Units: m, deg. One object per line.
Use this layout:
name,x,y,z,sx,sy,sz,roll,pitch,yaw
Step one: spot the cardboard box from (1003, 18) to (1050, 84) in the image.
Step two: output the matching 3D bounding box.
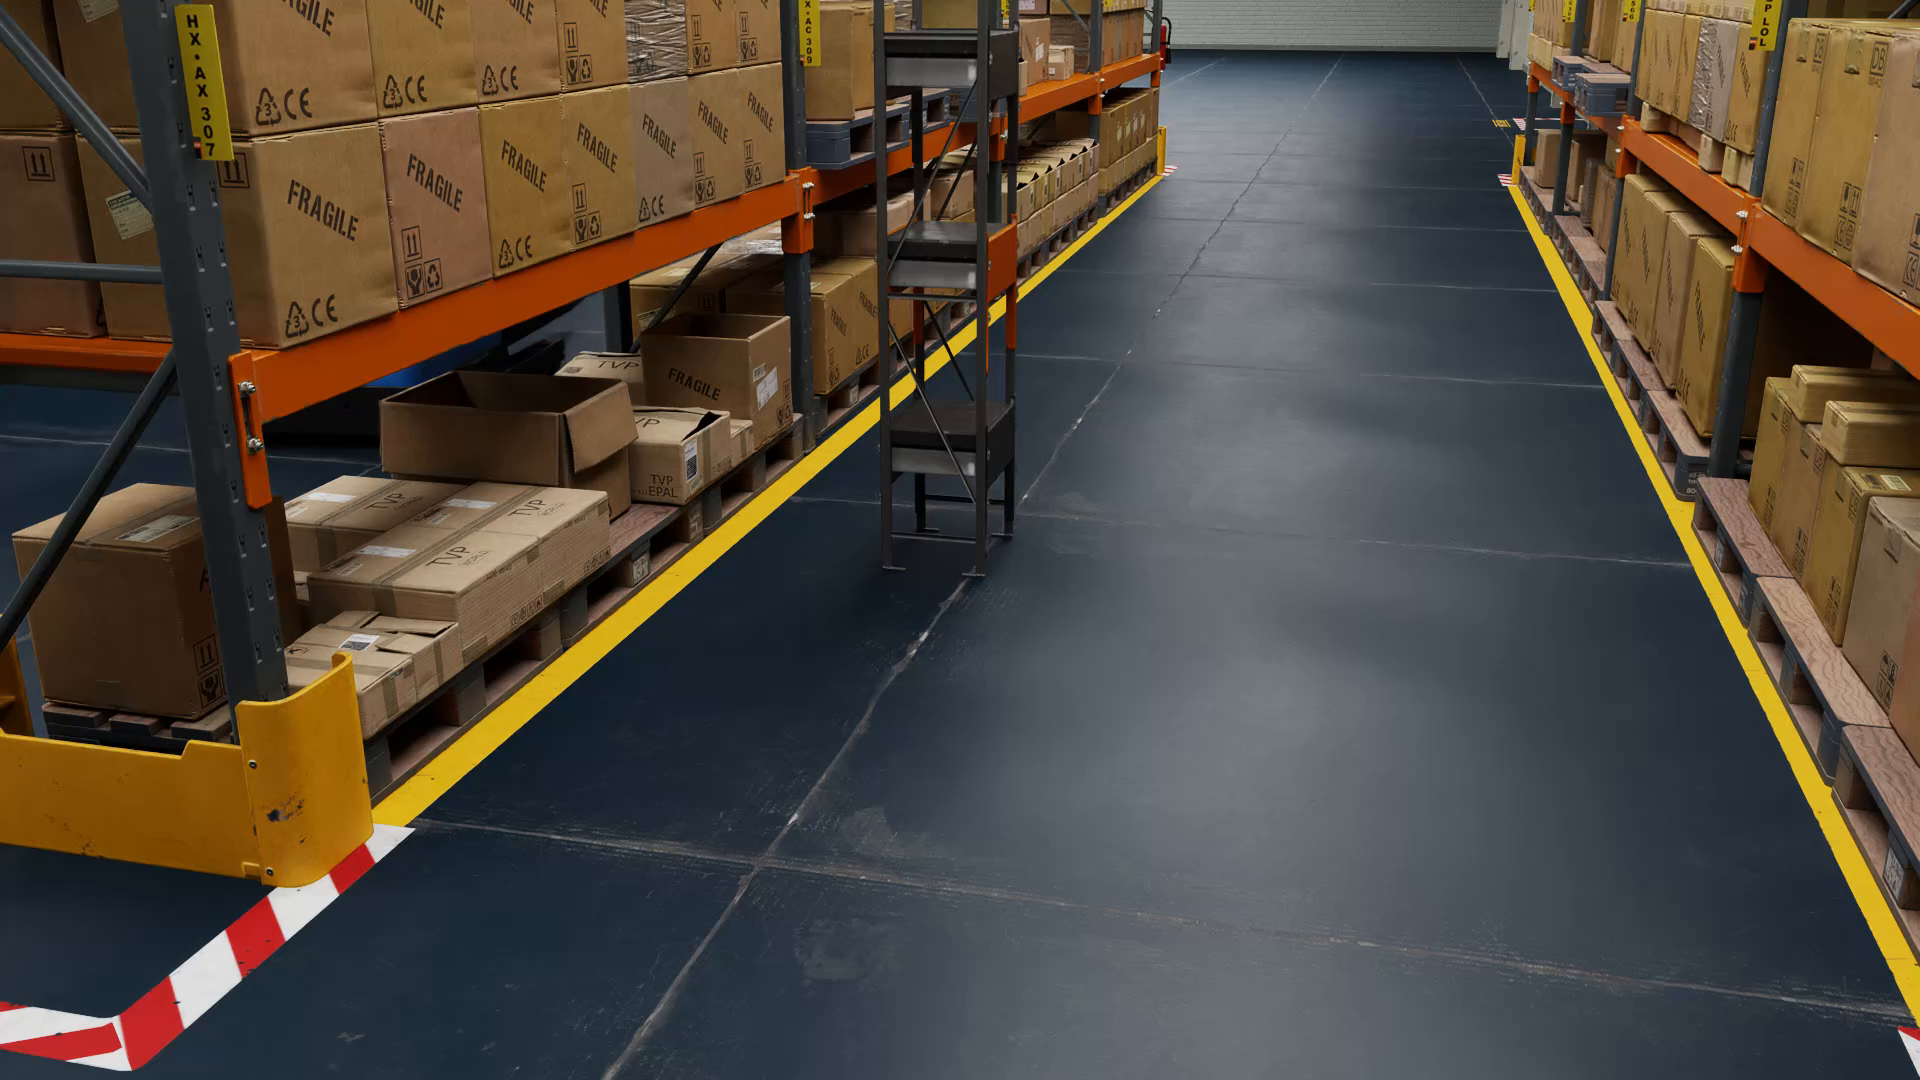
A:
cardboard box,0.432,-4.027,13.683,0.500,0.500,0.500,6,20,17

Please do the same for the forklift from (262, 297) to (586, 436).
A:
forklift,-2.882,-2.311,8.918,1.130,2.935,3.031,2,19,6

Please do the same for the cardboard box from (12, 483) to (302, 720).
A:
cardboard box,-2.274,0.162,4.760,0.500,0.500,0.500,5,19,13

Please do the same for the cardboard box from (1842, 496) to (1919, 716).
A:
cardboard box,2.955,0.209,4.652,0.700,0.500,0.500,4,19,12

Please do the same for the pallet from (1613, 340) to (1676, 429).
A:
pallet,4.025,-0.799,8.699,1.003,0.211,1.213,5,19,13

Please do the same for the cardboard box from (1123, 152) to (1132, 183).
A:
cardboard box,1.425,-3.716,16.530,0.500,0.250,0.500,5,19,13

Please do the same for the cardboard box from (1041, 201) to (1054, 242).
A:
cardboard box,0.442,-2.490,12.942,0.500,0.250,0.500,4,19,12

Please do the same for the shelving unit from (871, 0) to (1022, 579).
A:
shelving unit,-0.040,-0.942,6.196,0.431,2.100,0.503,5,19,13

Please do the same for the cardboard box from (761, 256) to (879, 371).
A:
cardboard box,-0.717,-1.203,8.754,0.500,0.500,0.500,5,19,14

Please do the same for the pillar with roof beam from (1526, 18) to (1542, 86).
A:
pillar with roof beam,7.437,-13.781,33.113,9.100,9.000,0.400,5,19,13

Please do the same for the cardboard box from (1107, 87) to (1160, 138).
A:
cardboard box,1.899,-4.699,18.248,0.500,0.500,0.500,5,19,13

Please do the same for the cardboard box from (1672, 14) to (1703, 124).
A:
cardboard box,3.845,-2.323,8.203,0.500,0.500,0.500,5,20,15

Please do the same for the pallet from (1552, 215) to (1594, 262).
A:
pallet,5.379,-2.431,13.477,1.003,0.211,1.213,5,19,13

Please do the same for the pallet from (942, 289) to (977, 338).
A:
pallet,-0.433,-1.580,10.987,1.003,0.211,1.213,5,19,13

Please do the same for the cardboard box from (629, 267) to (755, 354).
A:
cardboard box,-1.348,-1.079,8.394,0.500,0.500,0.500,5,19,13

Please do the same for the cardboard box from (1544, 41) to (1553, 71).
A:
cardboard box,5.628,-4.420,15.187,0.500,0.250,0.500,5,19,13

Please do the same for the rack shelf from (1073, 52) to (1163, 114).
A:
rack shelf,1.252,-4.671,16.835,1.077,0.370,4.000,5,19,13

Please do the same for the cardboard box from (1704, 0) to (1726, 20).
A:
cardboard box,3.739,-2.525,7.634,0.500,0.250,0.500,5,19,14

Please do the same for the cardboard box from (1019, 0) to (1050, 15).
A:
cardboard box,0.623,-4.841,15.061,0.380,0.149,0.250,5,19,13

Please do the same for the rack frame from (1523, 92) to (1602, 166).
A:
rack frame,6.546,-5.248,17.412,1.000,3.000,0.127,5,19,13

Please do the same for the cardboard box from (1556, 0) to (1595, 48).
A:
cardboard box,5.384,-4.460,14.146,0.500,0.500,0.500,5,19,13

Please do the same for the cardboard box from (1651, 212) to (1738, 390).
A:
cardboard box,3.861,-1.161,8.122,0.750,0.750,0.750,5,20,15

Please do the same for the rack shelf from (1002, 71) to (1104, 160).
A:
rack shelf,0.275,-3.417,13.164,1.077,0.370,4.000,5,19,13

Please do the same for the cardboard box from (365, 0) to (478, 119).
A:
cardboard box,-1.684,-1.426,4.521,0.500,0.500,0.500,5,19,14

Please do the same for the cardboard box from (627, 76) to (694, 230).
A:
cardboard box,-1.312,-1.424,6.062,0.500,0.500,0.500,5,20,15

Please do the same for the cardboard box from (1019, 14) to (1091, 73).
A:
cardboard box,0.866,-4.571,15.276,0.700,0.500,0.500,4,19,12

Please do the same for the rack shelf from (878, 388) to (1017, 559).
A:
rack shelf,-0.040,-0.266,6.427,0.431,0.518,0.480,5,19,13

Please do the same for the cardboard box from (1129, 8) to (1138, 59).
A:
cardboard box,1.491,-5.375,17.629,0.700,0.500,0.500,5,20,15

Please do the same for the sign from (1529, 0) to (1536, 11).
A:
sign,6.019,-5.701,17.397,0.100,0.325,0.005,5,19,13

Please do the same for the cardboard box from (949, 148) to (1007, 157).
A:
cardboard box,0.169,-3.119,13.914,0.500,0.311,0.500,4,19,12

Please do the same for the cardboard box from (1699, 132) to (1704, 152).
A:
cardboard box,3.775,-1.900,7.969,0.380,0.149,0.250,4,19,12

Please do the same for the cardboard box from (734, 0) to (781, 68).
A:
cardboard box,-1.063,-2.218,6.840,0.500,0.500,0.500,5,19,14

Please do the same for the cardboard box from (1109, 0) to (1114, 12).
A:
cardboard box,1.266,-5.128,15.902,0.380,0.149,0.250,4,19,12

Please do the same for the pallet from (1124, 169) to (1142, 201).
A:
pallet,1.295,-3.694,17.177,1.003,0.211,1.213,5,19,13

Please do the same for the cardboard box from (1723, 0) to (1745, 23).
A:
cardboard box,3.614,-2.365,7.166,0.500,0.250,0.500,5,20,15

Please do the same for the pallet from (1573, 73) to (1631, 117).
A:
pallet,4.662,-2.882,10.780,1.213,0.211,1.003,5,19,13

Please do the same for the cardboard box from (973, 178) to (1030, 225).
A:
cardboard box,0.199,-2.435,11.911,0.500,0.311,0.500,5,20,15

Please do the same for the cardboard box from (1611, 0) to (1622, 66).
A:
cardboard box,5.137,-3.710,12.072,0.700,0.500,0.500,7,20,21

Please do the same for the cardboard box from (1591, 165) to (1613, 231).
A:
cardboard box,5.327,-2.622,12.909,0.700,0.500,0.500,4,19,12

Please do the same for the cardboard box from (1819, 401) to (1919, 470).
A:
cardboard box,2.944,-0.327,5.218,0.380,0.149,0.250,4,19,12

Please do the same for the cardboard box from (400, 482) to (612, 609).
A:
cardboard box,-1.516,0.008,5.596,0.500,0.250,0.500,5,19,13

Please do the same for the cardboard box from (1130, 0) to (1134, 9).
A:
cardboard box,1.580,-5.534,17.091,0.380,0.149,0.250,5,20,15

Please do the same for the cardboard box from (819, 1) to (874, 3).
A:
cardboard box,-0.819,-2.682,9.093,0.700,0.500,0.500,0,19,-1

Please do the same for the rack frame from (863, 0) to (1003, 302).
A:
rack frame,-0.214,-3.131,11.212,1.000,3.000,0.127,5,19,13

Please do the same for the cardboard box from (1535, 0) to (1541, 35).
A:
cardboard box,6.007,-5.261,16.492,0.500,0.500,0.500,5,19,14

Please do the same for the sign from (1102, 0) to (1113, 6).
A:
sign,1.292,-4.855,14.592,0.100,0.325,0.005,5,19,13

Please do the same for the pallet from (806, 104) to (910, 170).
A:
pallet,-0.890,-2.028,8.281,1.003,0.211,1.213,5,19,13

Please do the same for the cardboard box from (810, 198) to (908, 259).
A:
cardboard box,-0.592,-1.703,9.059,0.500,0.250,0.500,5,19,13

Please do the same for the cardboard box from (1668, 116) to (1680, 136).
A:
cardboard box,4.127,-2.303,9.147,0.380,0.149,0.250,4,19,13

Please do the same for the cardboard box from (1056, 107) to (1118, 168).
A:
cardboard box,1.181,-3.757,15.492,0.500,0.500,0.500,5,19,13

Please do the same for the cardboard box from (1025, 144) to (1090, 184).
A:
cardboard box,0.822,-3.234,14.252,0.500,0.311,0.500,5,20,15

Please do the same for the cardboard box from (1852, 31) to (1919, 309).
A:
cardboard box,3.113,-1.003,4.519,0.980,0.700,0.700,4,19,11
